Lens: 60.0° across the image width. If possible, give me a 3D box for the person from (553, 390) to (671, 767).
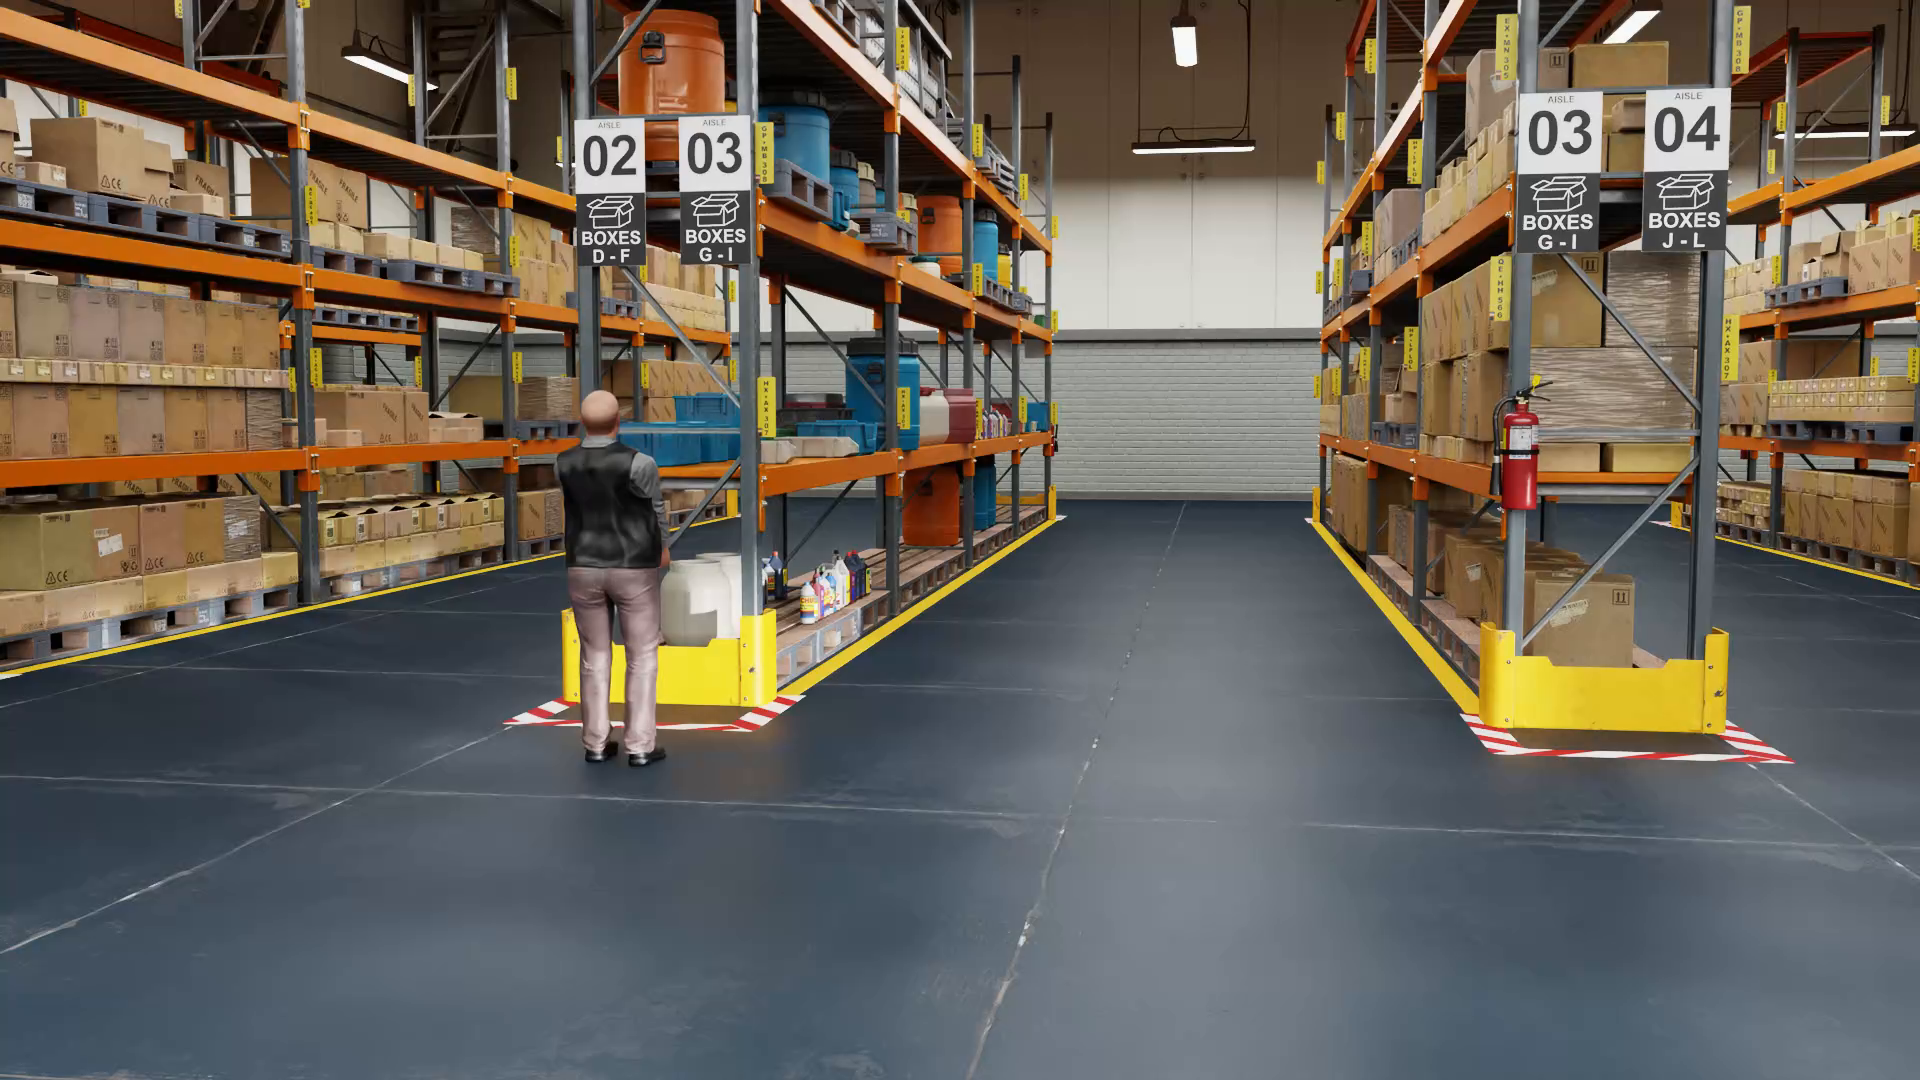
[{"bbox_3d":[-1.592,0.165,7.722,0.494,1.711,0.551,1,4,9],"label":"person"}]
